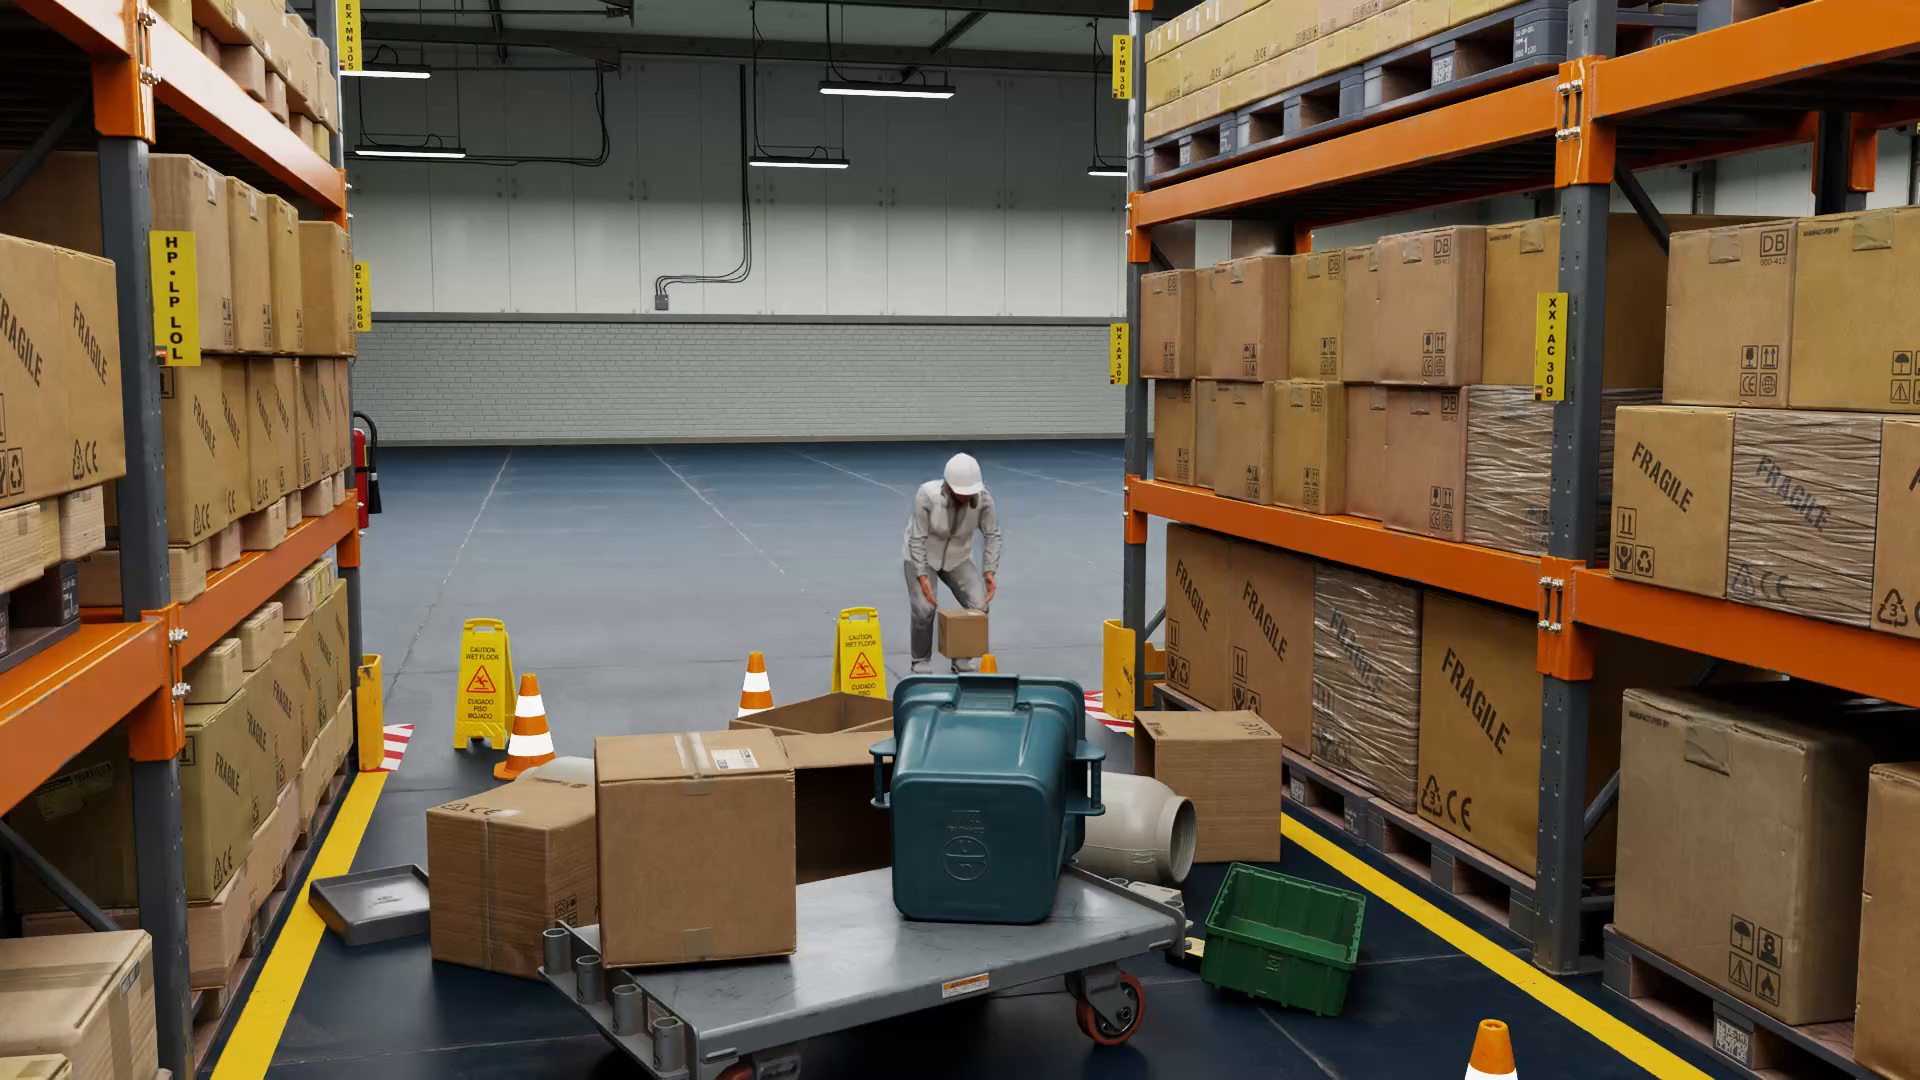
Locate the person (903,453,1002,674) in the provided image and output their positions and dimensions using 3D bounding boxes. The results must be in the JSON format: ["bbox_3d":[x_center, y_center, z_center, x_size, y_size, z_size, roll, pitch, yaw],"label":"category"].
[{"bbox_3d":[-0.051,0.148,10.250,0.591,1.392,0.784,-1,6,-14],"label":"person"}]
